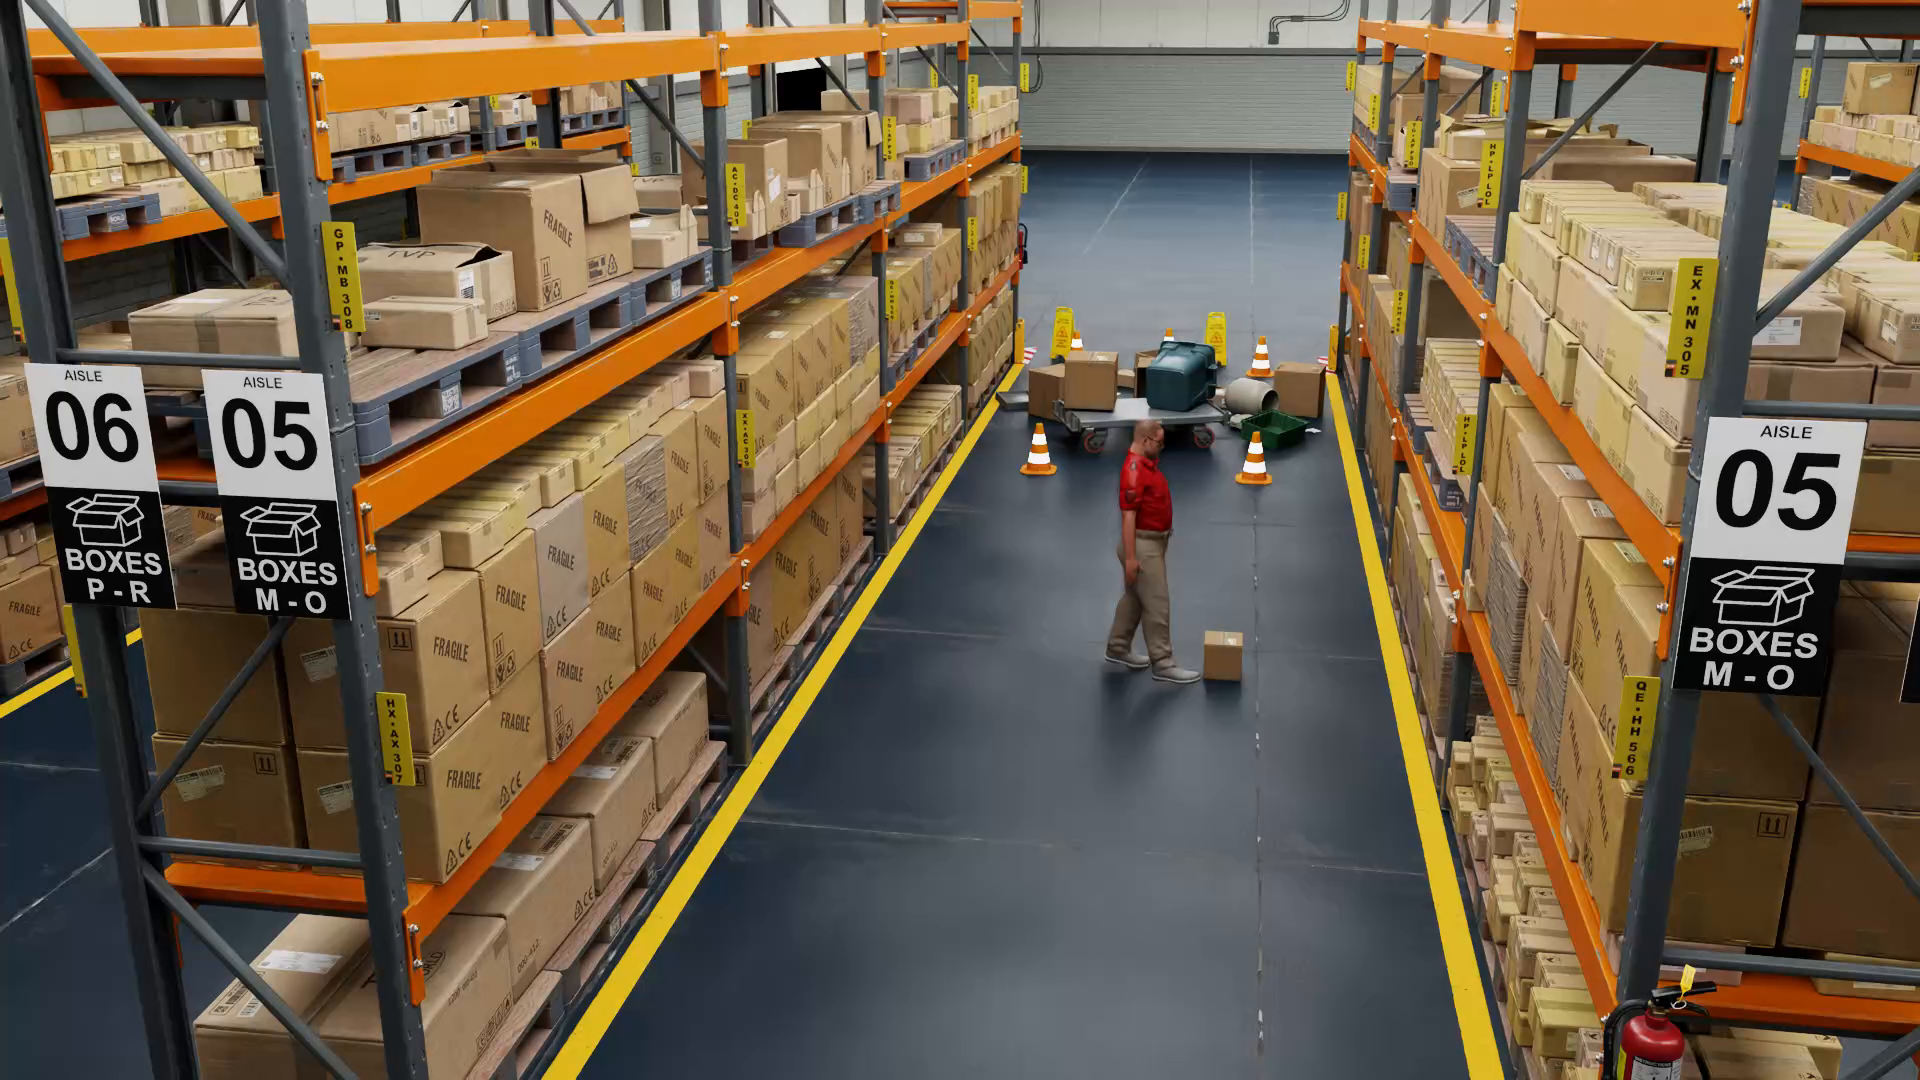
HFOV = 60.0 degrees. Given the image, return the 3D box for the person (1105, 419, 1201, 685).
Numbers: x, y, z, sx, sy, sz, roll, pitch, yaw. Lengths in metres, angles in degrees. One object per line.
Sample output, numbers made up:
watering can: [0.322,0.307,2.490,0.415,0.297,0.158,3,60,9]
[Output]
person: [1.290,0.059,10.843,0.668,1.716,0.559,4,18,13]
